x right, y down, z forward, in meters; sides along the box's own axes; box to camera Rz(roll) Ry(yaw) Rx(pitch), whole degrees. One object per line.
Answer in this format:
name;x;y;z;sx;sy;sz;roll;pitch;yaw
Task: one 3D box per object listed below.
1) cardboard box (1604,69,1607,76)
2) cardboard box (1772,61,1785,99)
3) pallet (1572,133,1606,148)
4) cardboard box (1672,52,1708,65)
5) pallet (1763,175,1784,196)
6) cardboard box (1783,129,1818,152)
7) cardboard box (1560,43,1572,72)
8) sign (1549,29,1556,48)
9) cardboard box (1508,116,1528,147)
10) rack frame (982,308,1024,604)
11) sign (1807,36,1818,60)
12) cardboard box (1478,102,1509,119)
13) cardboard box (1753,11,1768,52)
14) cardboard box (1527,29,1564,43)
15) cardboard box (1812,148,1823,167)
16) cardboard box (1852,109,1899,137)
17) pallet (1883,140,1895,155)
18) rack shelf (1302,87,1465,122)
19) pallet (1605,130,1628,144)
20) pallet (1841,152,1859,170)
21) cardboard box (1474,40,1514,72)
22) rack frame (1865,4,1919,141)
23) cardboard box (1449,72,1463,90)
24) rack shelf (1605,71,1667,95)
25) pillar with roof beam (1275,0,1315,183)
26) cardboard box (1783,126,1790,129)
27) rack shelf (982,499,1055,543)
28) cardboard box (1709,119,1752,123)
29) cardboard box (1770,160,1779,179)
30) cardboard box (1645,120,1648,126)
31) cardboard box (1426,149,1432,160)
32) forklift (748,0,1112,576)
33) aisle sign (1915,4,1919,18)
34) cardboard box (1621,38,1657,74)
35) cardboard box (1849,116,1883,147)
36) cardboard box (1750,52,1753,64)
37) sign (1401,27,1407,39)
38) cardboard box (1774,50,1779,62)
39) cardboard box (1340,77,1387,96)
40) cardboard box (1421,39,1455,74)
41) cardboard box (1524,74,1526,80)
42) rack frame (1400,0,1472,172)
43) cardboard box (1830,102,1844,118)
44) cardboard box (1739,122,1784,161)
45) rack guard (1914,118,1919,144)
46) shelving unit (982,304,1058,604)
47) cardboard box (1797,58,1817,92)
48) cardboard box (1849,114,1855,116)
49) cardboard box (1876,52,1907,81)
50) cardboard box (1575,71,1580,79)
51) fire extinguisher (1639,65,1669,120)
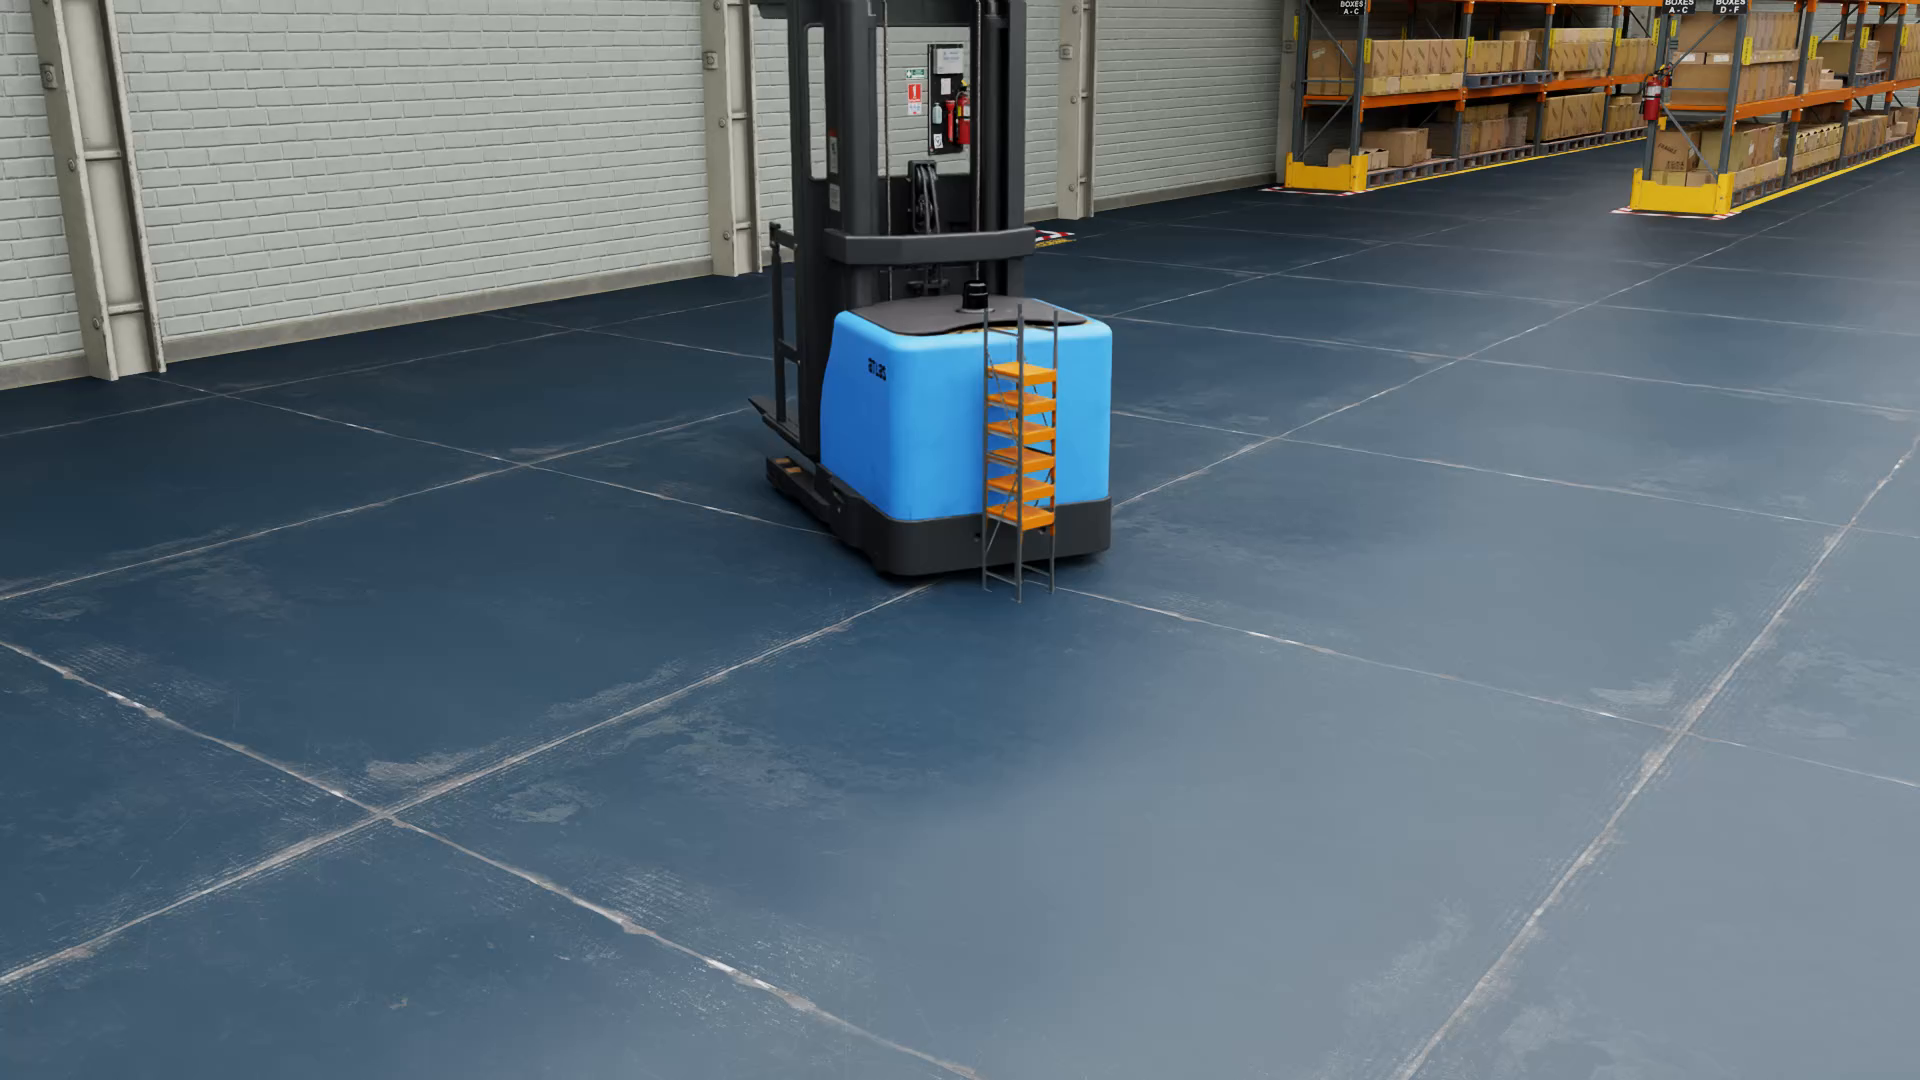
cardboard box;12.453;-9.165;32.588;0.380;0.149;0.250;13;21;35
cardboard box;11.073;-6.440;23.255;0.700;0.500;0.500;12;21;34
pallet;12.028;-7.877;32.753;1.003;0.211;1.213;12;21;35
cardboard box;9.333;-6.155;21.245;0.380;0.149;0.250;12;21;34
pallet;11.134;-5.112;23.850;1.003;0.211;1.213;12;21;35
cardboard box;12.697;-6.077;25.238;0.500;0.311;0.500;12;21;33
cardboard box;10.859;-8.846;30.467;0.500;0.500;0.500;13;22;36
sign;10.485;-8.874;29.445;0.100;0.325;0.005;12;21;35
cardboard box;9.657;-7.289;29.630;0.700;0.500;0.500;13;21;35
rack frame;0.173;-0.335;6.799;0.006;1.200;0.240;-14;22;-37
sign;12.088;-6.979;23.567;0.100;0.325;0.005;12;21;35
cardboard box;9.267;-7.522;29.117;0.500;0.250;0.500;13;21;36
cardboard box;10.187;-6.708;21.932;0.700;0.500;0.500;13;21;35
cardboard box;10.539;-9.080;29.957;0.500;0.250;0.500;13;22;36
cardboard box;12.996;-5.932;25.716;0.500;0.250;0.500;13;21;36
cardboard box;17.523;-7.998;31.907;0.797;0.503;0.637;12;21;35
pallet;16.818;-7.363;31.098;1.003;0.211;1.213;12;21;35
rack shelf;6.469;-6.680;25.411;1.077;0.370;4.000;12;21;35
pallet;12.943;-8.241;33.926;1.003;0.211;1.213;12;21;35
pallet;14.500;-6.418;28.055;1.003;0.211;1.213;12;21;35
cardboard box;9.047;-8.296;28.492;0.700;0.500;0.500;12;21;35
rack frame;18.791;-9.484;33.226;1.000;3.000;0.127;12;21;35
cardboard box;7.622;-7.272;26.322;0.500;0.250;0.500;12;21;35
rack shelf;13.619;-9.538;34.615;1.077;0.370;4.000;12;21;35
pillar with roof beam;8.457;-8.971;21.460;9.100;9.000;0.400;12;21;35
cardboard box;12.865;-6.413;26.320;0.500;0.311;0.500;12;21;33
rack shelf;0.244;-0.080;6.939;0.180;0.103;0.258;-14;22;-37
cardboard box;11.113;-5.816;24.079;0.500;0.500;0.500;12;21;35
cardboard box;11.235;-5.247;23.510;0.500;0.250;0.500;12;21;35
cardboard box;14.474;-9.181;35.757;0.700;0.500;0.500;12;21;35
cardboard box;7.366;-6.225;26.766;0.380;0.166;0.250;9;20;28
forklift;-0.353;-1.644;8.097;1.130;2.935;3.031;-7;19;-21
aisle sign;19.078;-10.688;32.718;0.394;0.787;0.004;12;21;35
cardboard box;14.090;-10.203;35.036;0.980;0.700;0.700;12;21;34
cardboard box;16.043;-7.263;29.548;0.500;0.500;0.500;13;21;35
cardboard box;9.970;-6.209;21.416;0.380;0.149;0.250;13;21;35
sign;7.213;-8.150;26.980;0.100;0.325;0.005;12;21;35
cardboard box;10.893;-6.579;22.608;0.380;0.149;0.250;13;22;36
cardboard box;5.823;-6.546;23.983;0.500;0.250;0.500;12;21;33
cardboard box;7.335;-7.509;25.822;0.500;0.500;0.500;12;21;34
cardboard box;10.426;-8.380;30.061;0.380;0.149;0.250;12;21;34
rack frame;7.661;-7.500;26.838;1.000;3.000;0.127;12;21;35
cardboard box;15.328;-7.595;29.353;0.500;0.250;0.500;12;21;35
cardboard box;11.233;-5.605;23.400;0.500;0.500;0.500;12;21;35
rack guard;18.746;-8.272;33.538;1.175;0.500;0.348;12;21;35
shelving unit;0.244;-0.352;6.854;0.189;1.200;0.258;-14;22;-37
cardboard box;12.724;-7.098;25.375;0.500;0.500;0.500;12;21;35
cardboard box;15.924;-7.475;30.231;0.500;0.500;0.500;11;21;32
cardboard box;16.930;-8.652;30.379;0.500;0.500;0.500;13;22;36
cardboard box;11.494;-8.809;31.441;0.380;0.149;0.250;13;22;36
fire extinguisher;8.814;-5.690;21.139;0.296;0.674;0.183;12;21;35
